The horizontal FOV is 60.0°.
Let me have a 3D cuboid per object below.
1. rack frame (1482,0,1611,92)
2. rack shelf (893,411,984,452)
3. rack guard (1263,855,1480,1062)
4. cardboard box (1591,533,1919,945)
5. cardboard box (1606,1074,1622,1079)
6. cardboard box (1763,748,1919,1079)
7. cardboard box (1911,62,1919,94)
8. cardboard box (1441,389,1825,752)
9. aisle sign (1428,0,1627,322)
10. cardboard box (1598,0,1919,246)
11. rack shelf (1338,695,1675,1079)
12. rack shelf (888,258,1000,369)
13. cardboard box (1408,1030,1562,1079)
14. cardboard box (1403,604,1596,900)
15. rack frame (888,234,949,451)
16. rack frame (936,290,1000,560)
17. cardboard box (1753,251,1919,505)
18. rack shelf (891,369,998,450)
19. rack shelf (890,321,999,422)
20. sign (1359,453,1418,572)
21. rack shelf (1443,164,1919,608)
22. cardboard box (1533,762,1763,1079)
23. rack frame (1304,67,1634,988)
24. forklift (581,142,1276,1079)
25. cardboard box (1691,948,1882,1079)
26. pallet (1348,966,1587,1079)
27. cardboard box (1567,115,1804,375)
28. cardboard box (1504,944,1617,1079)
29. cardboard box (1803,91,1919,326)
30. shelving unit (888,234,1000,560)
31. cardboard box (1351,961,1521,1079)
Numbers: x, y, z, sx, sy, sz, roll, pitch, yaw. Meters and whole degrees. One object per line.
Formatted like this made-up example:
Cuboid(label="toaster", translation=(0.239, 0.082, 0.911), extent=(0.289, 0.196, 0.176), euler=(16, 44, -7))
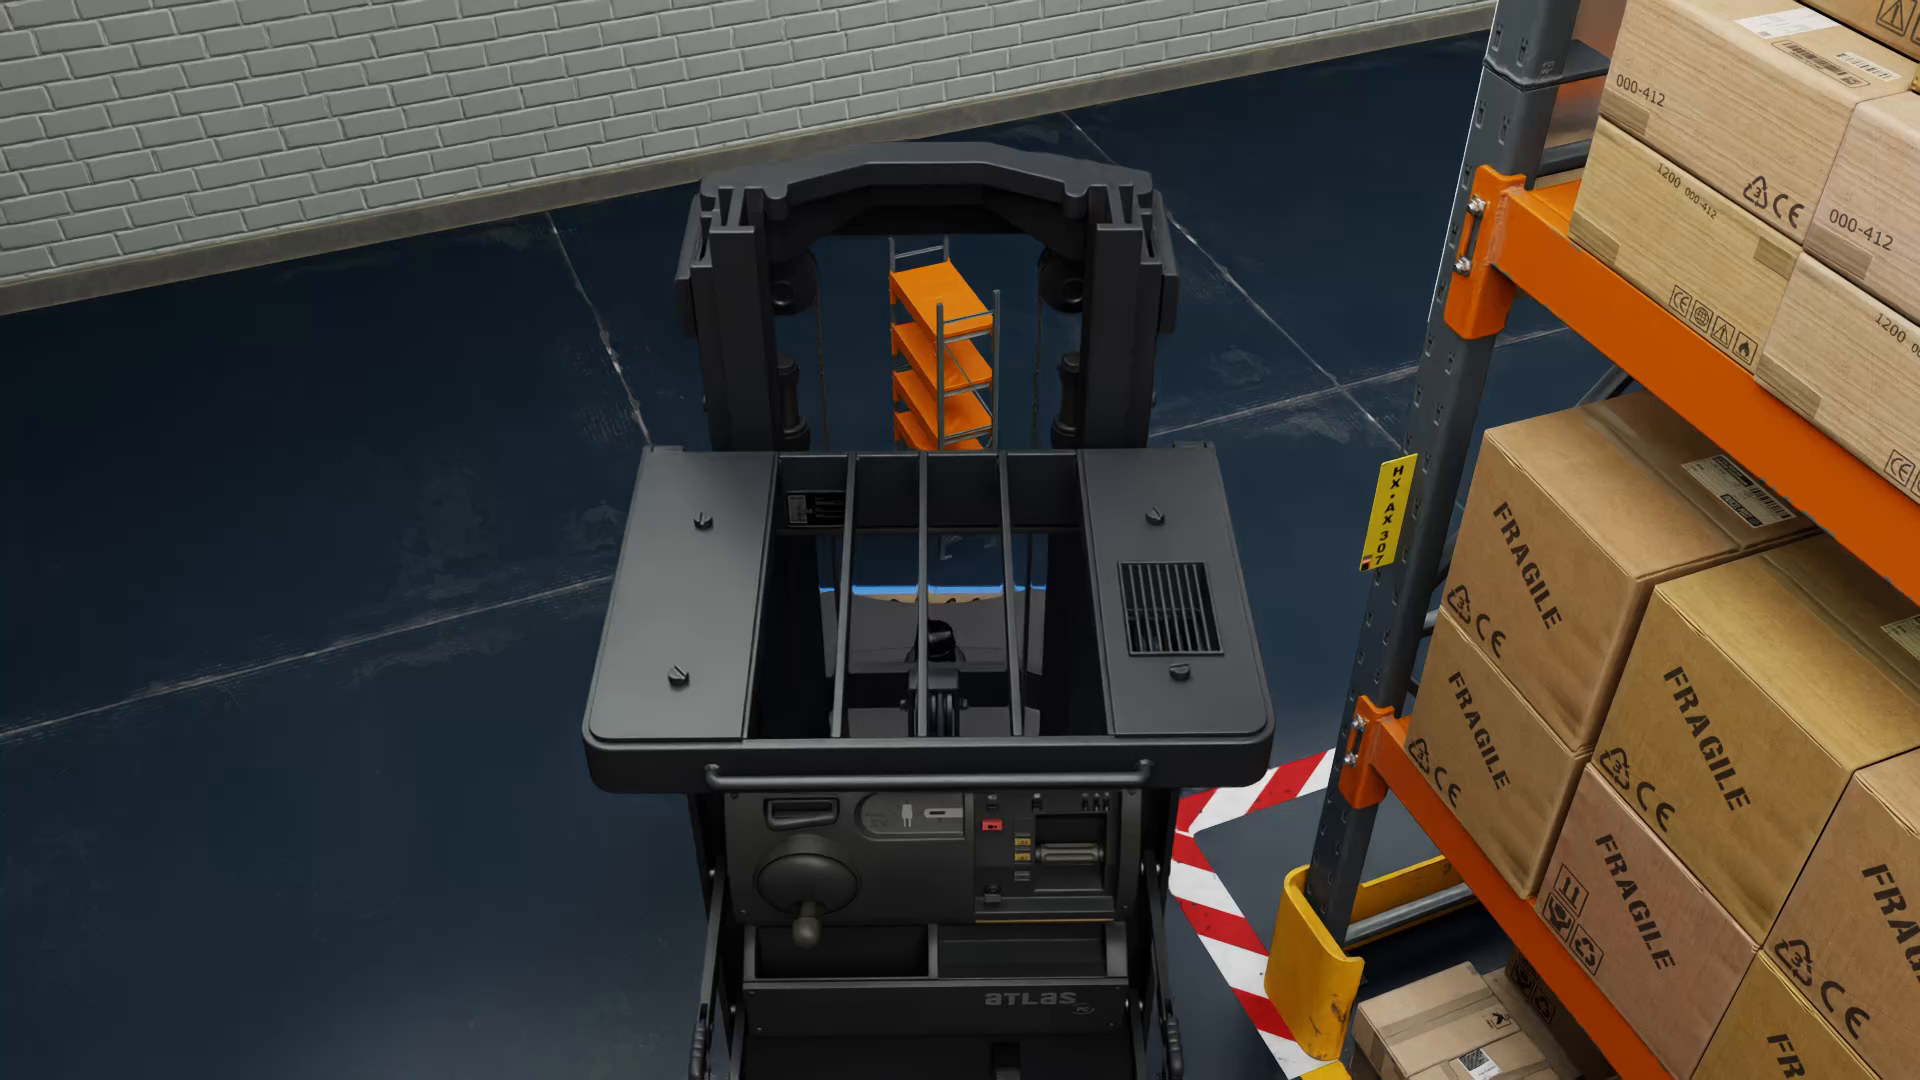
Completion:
Cuboid(label="rack frame", translation=(1.496, -2.142, 2.340), extent=(1.000, 3.000, 0.127), euler=(-15, 43, -17))
Cuboid(label="rack shelf", translation=(-0.063, -0.353, 6.648), extent=(0.258, 0.148, 0.480), euler=(-15, 43, -17))
Cuboid(label="rack guard", translation=(1.525, 1.126, 5.057), extent=(1.175, 0.500, 0.348), euler=(-15, 43, -17))
Cuboid(label="cardboard box", translation=(1.629, 0.361, 3.186), extent=(0.500, 0.500, 0.500), euler=(-15, 43, -16))
Cuboid(label="cardboard box", translation=(1.633, 1.707, 4.235), extent=(0.500, 0.250, 0.500), euler=(-15, 43, -17))
Cuboid(label="cardboard box", translation=(1.816, 0.664, 2.834), extent=(0.500, 0.500, 0.500), euler=(-15, 43, -16))
Cuboid(label="cardboard box", translation=(1.821, -0.794, 2.229), extent=(0.700, 0.500, 0.500), euler=(-15, 43, -17))
Cuboid(label="cardboard box", translation=(1.422, 0.048, 3.550), extent=(0.500, 0.500, 0.500), euler=(-14, 43, -16))
Cuboid(label="aisle sign", translation=(1.199, -0.821, 3.411), extent=(0.394, 0.787, 0.004), euler=(-15, 43, -17))
Cuboid(label="cardboard box", translation=(1.452, -0.763, 2.768), extent=(0.500, 0.250, 0.500), euler=(-15, 43, -17))
Cuboid(label="rack shelf", translation=(2.261, 1.610, 3.129), extent=(1.077, 0.370, 4.000), euler=(-15, 43, -17))
Cuboid(label="rack shelf", translation=(-0.063, -0.853, 6.219), extent=(0.258, 0.148, 0.480), euler=(-15, 43, -17))
Cuboid(label="cardboard box", translation=(1.434, 1.528, 4.508), extent=(0.380, 0.166, 0.250), euler=(-15, 43, -17))
Cuboid(label="cardboard box", translation=(1.422, 0.427, 3.876), extent=(0.500, 0.500, 0.500), euler=(-14, 43, -16))
Cuboid(label="rack frame", translation=(-0.157, -0.702, 6.646), extent=(0.240, 1.200, 0.015), euler=(-15, 43, -17))
Cuboid(label="rack frame", translation=(0.030, -0.408, 6.304), extent=(0.240, 1.200, 0.015), euler=(-15, 43, -17))
Cuboid(label="cardboard box", translation=(1.637, -0.271, 2.579), extent=(0.500, 0.250, 0.500), euler=(-15, 43, -17))
Cuboid(label="rack shelf", translation=(-0.063, -0.504, 6.519), extent=(0.258, 0.148, 0.480), euler=(-15, 43, -17))
Cuboid(label="rack shelf", translation=(-0.063, -0.673, 6.373), extent=(0.258, 0.148, 0.480), euler=(-15, 43, -17))
Cuboid(label="sign", translation=(0.995, -0.061, 3.856), extent=(0.100, 0.325, 0.005), euler=(-15, 43, -17))
Cuboid(label="rack shelf", translation=(2.261, 0.472, 2.151), extent=(1.077, 0.370, 4.000), euler=(-15, 43, -17))
Cuboid(label="cardboard box", translation=(1.625, 0.737, 3.516), extent=(0.500, 0.500, 0.500), euler=(-16, 43, -17))
Cuboid(label="rack frame", translation=(1.496, 0.132, 4.296), extent=(1.000, 3.000, 0.127), euler=(-15, 43, -17))
Cuboid(label="forklift", translation=(-0.054, 0.794, 3.579), extent=(1.130, 2.935, 3.031), euler=(-1, 41, -1))
Cuboid(label="cardboard box", translation=(1.814, 1.040, 3.163), extent=(0.500, 0.500, 0.500), euler=(-15, 43, -17))
Cuboid(label="pallet", translation=(1.831, 1.715, 4.594), extent=(1.003, 0.211, 1.213), euler=(-15, 43, -17))
Cuboid(label="cardboard box", translation=(1.458, -0.575, 2.933), extent=(0.500, 0.250, 0.500), euler=(-15, 43, -17))
Cuboid(label="cardboard box", translation=(1.932, 1.179, 4.658), extent=(0.500, 0.500, 0.500), euler=(-15, 43, -17))
Cuboid(label="cardboard box", translation=(1.637, -0.460, 2.416), extent=(0.500, 0.250, 0.500), euler=(-15, 43, -17))
Cuboid(label="shelving unit", translation=(-0.063, -0.555, 6.475), extent=(0.258, 1.200, 0.503), euler=(-15, 43, -17))
Cuboid(label="cardboard box", translation=(1.339, 1.384, 4.689), extent=(0.380, 0.149, 0.250), euler=(-15, 43, -17))
